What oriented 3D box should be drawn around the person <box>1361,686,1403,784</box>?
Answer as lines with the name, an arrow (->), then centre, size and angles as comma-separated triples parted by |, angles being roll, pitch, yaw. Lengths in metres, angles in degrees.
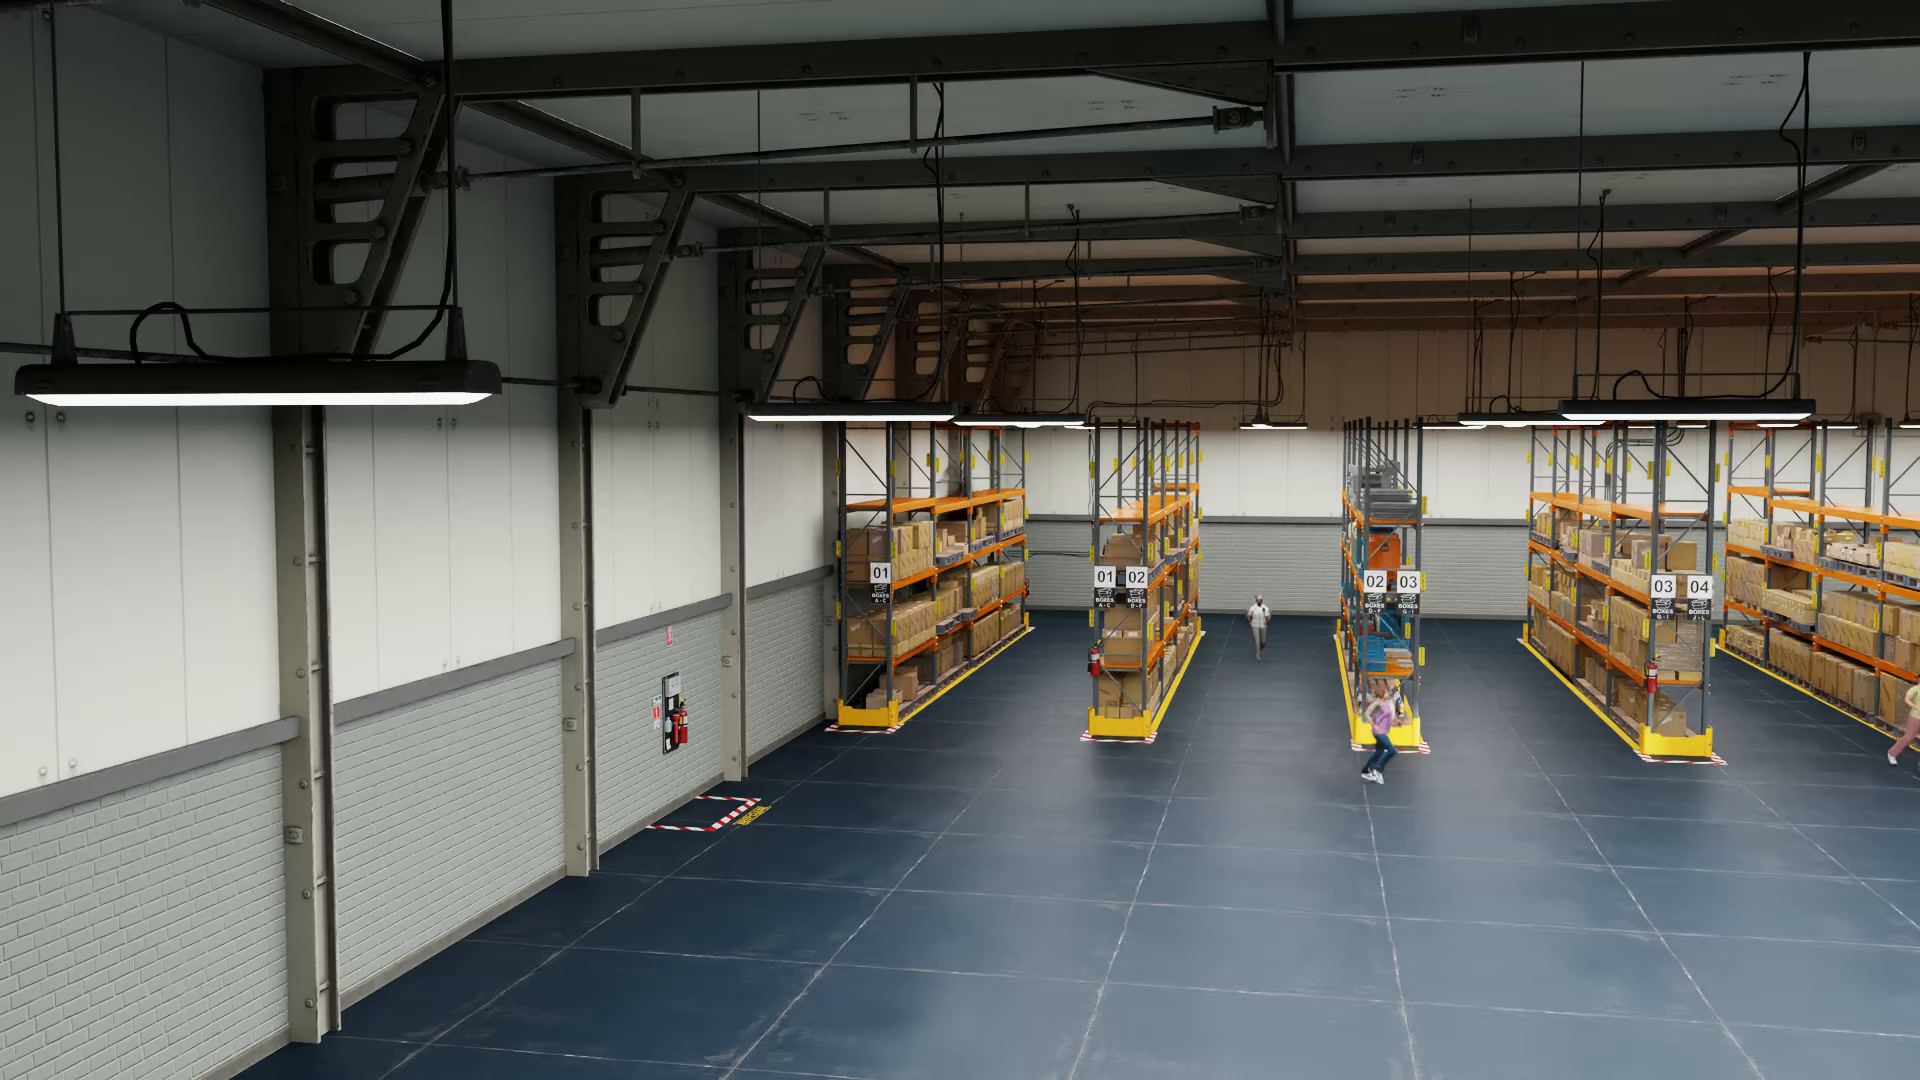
person -> 6.869, 3.168, 27.097 | 0.666, 1.593, 0.512 | 2, 4, 30

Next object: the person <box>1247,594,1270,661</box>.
person -> 7.507, 2.183, 41.818 | 0.580, 1.650, 0.668 | 0, 4, 4

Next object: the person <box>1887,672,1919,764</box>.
person -> 16.321, 3.073, 28.235 | 0.644, 1.620, 0.925 | -1, 4, -14
